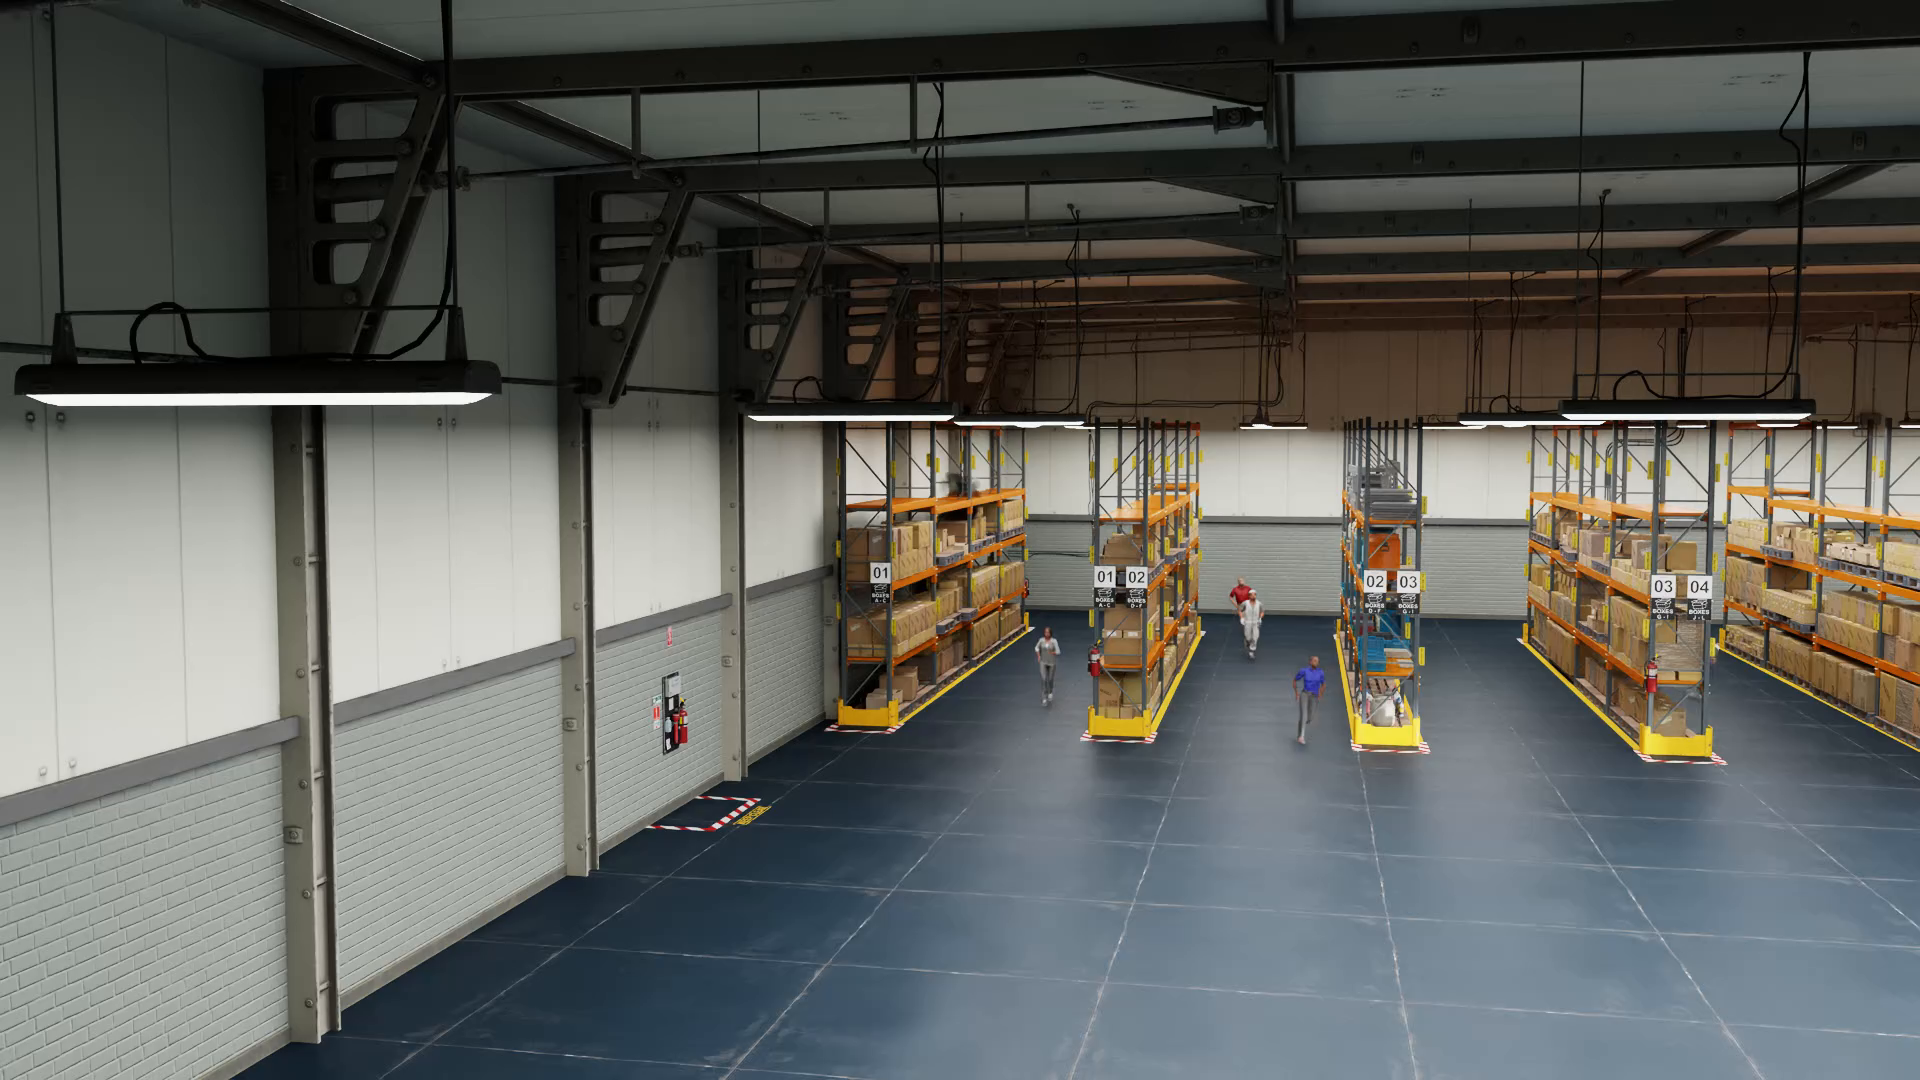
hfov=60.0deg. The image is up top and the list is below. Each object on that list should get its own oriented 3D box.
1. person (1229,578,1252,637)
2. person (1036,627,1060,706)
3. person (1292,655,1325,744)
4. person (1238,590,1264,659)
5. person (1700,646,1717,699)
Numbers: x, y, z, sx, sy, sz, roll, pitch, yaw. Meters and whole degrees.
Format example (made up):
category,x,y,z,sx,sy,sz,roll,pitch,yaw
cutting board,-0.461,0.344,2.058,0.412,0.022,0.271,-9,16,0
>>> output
category,x,y,z,sx,sy,sz,roll,pitch,yaw
person,7.871,1.886,46.343,0.732,1.674,0.604,0,4,-2
person,1.844,2.633,34.945,0.532,1.609,0.772,0,4,5
person,6.482,2.937,30.891,0.614,1.620,0.659,0,4,-3
person,7.366,2.125,42.019,0.641,1.745,0.554,0,4,2
person,15.910,2.645,35.566,0.537,1.568,0.506,1,4,11
